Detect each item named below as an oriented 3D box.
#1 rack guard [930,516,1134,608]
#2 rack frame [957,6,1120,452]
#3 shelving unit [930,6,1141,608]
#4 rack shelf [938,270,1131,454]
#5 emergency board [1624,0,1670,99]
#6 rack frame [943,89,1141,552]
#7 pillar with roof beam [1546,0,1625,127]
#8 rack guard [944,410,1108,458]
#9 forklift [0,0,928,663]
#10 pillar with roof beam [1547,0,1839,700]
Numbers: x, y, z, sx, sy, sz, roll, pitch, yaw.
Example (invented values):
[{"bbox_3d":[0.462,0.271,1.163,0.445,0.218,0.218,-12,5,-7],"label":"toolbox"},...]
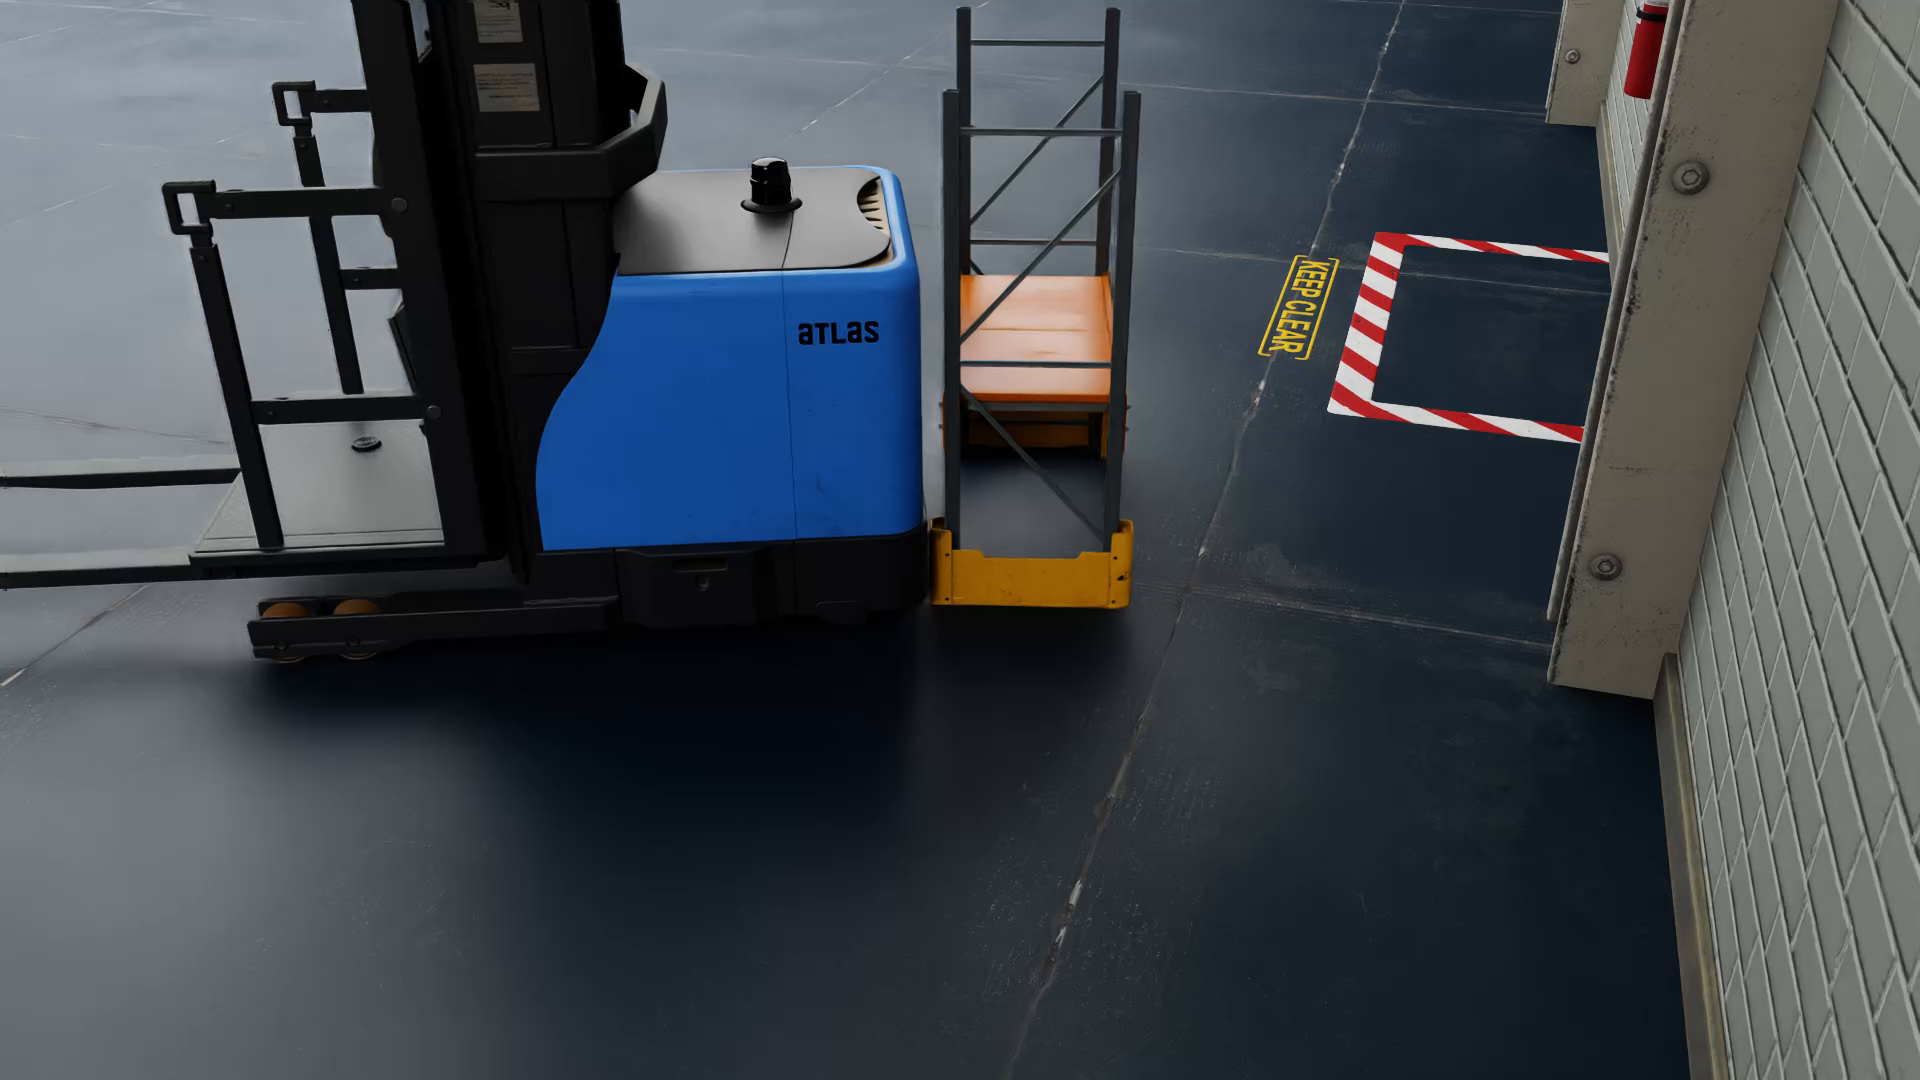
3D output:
[{"bbox_3d":[0.207,0.065,4.875,0.587,0.250,0.087,1,29,2],"label":"rack guard"},{"bbox_3d":[0.240,-0.974,5.458,0.500,1.500,0.032,1,29,2],"label":"rack frame"},{"bbox_3d":[0.223,-0.723,5.006,0.587,1.500,1.083,1,29,2],"label":"shelving unit"},{"bbox_3d":[0.224,-0.570,5.102,0.538,0.185,1.000,1,29,2],"label":"rack shelf"},{"bbox_3d":[2.575,-2.133,6.000,0.194,1.169,0.643,8,30,15],"label":"emergency board"},{"bbox_3d":[0.207,-0.480,4.570,0.500,1.500,0.032,1,29,2],"label":"rack frame"},{"bbox_3d":[-0.541,-7.015,8.603,9.100,9.000,0.400,8,30,15],"label":"pillar with roof beam"},{"bbox_3d":[0.240,-0.418,5.745,0.587,0.250,0.087,1,29,2],"label":"rack guard"},{"bbox_3d":[-1.640,-1.207,4.404,3.031,2.935,1.130,-3,29,-5],"label":"forklift"},{"bbox_3d":[-2.302,-4.226,3.591,9.100,9.000,0.400,8,30,15],"label":"pillar with roof beam"}]
